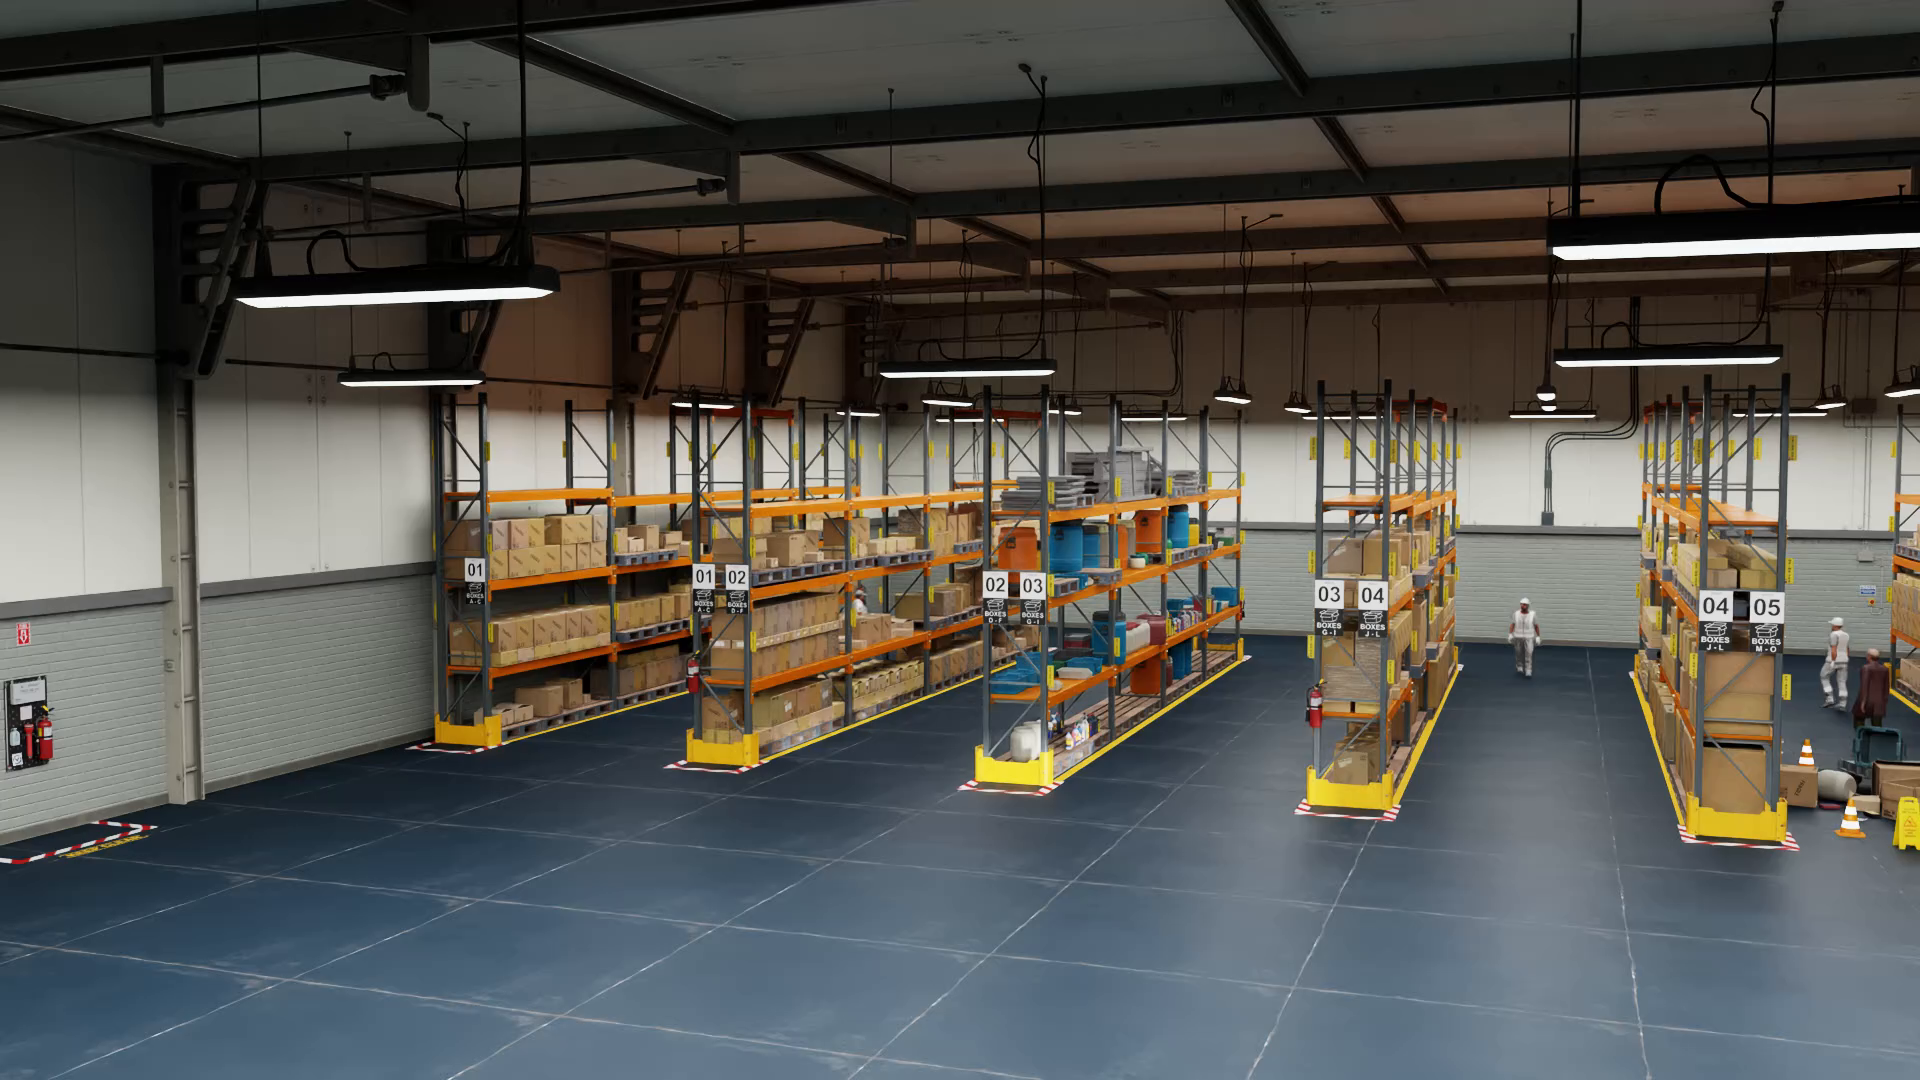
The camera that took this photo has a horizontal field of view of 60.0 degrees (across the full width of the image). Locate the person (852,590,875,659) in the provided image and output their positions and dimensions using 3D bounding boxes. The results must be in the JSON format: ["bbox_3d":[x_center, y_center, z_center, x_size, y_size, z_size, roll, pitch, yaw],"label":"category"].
[{"bbox_3d":[-2.408,2.037,40.202,0.633,1.667,0.512,-1,3,-24],"label":"person"}]

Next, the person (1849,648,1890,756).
[{"bbox_3d":[14.909,2.686,27.128,0.574,1.814,0.593,1,3,9],"label":"person"}]

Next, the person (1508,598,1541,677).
[{"bbox_3d":[12.559,2.158,36.993,0.693,1.726,1.096,1,3,17],"label":"person"}]

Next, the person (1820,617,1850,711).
[{"bbox_3d":[16.998,2.393,32.166,0.518,1.782,0.537,0,3,-3],"label":"person"}]
